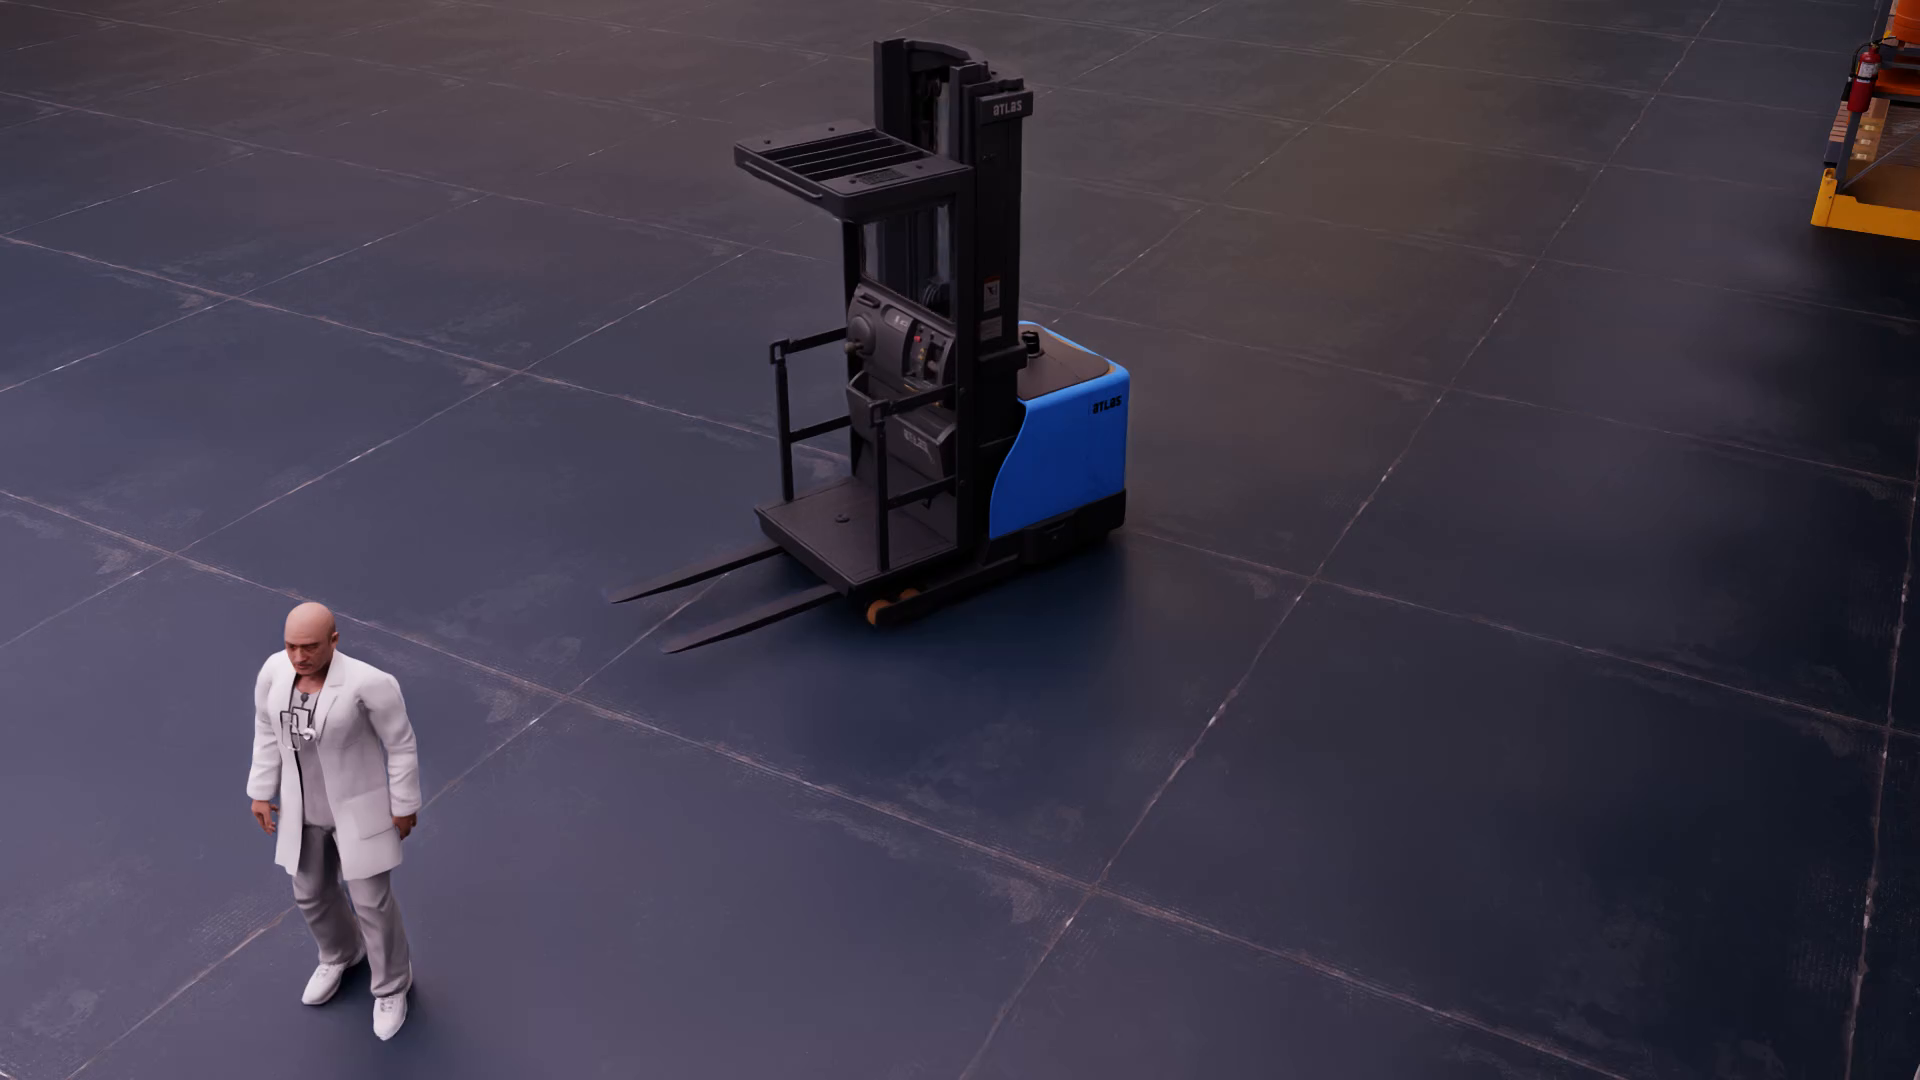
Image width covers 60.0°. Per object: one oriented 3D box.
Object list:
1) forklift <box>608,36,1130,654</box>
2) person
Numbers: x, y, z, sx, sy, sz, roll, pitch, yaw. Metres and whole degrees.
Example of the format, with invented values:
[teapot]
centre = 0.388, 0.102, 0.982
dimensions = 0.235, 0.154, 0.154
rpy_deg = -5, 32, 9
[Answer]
[forklift]
centre = -0.495, -1.075, 8.933
dimensions = 3.031, 2.935, 1.130
rpy_deg = -20, 36, -31
[person]
centre = -2.431, 1.077, 6.392
dimensions = 0.681, 1.803, 0.511
rpy_deg = 6, 30, 10
